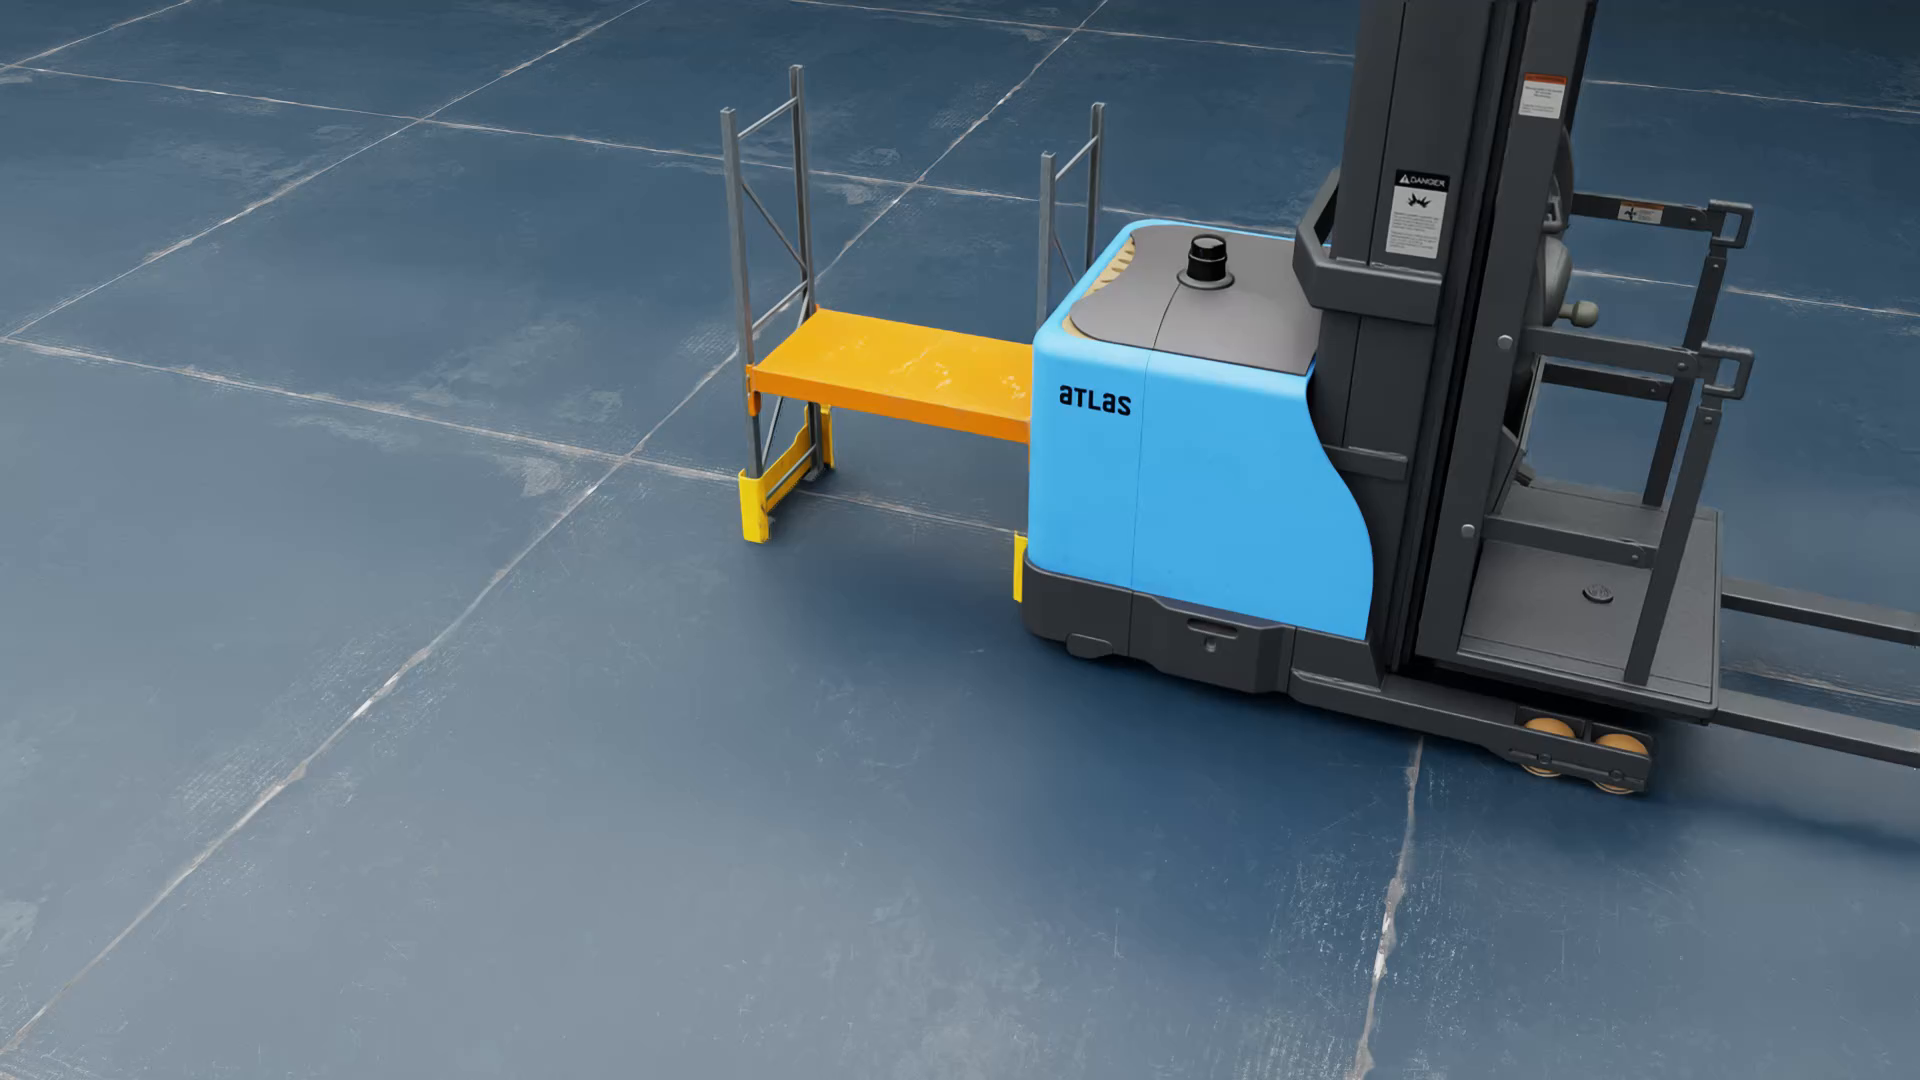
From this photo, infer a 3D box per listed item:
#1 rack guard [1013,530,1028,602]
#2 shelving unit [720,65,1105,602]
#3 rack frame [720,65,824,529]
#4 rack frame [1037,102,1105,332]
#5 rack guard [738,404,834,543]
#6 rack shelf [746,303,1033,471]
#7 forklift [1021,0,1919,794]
[{"bbox_3d":[0.316,-0.047,5.593,0.087,0.250,0.587,12,35,18],"label":"rack guard"},{"bbox_3d":[-0.147,-0.673,5.409,1.083,1.500,0.587,12,35,18],"label":"shelving unit"},{"bbox_3d":[-0.611,-0.773,5.565,0.032,1.500,0.500,12,35,18],"label":"rack frame"},{"bbox_3d":[0.334,-0.568,5.248,0.032,1.500,0.500,12,35,18],"label":"rack frame"},{"bbox_3d":[-0.609,-0.248,5.903,0.087,0.250,0.587,12,35,18],"label":"rack guard"},{"bbox_3d":[-0.138,-0.520,5.504,1.000,0.185,0.538,12,35,18],"label":"rack shelf"},{"bbox_3d":[1.762,-0.849,4.363,3.031,2.935,1.130,12,35,18],"label":"forklift"}]
